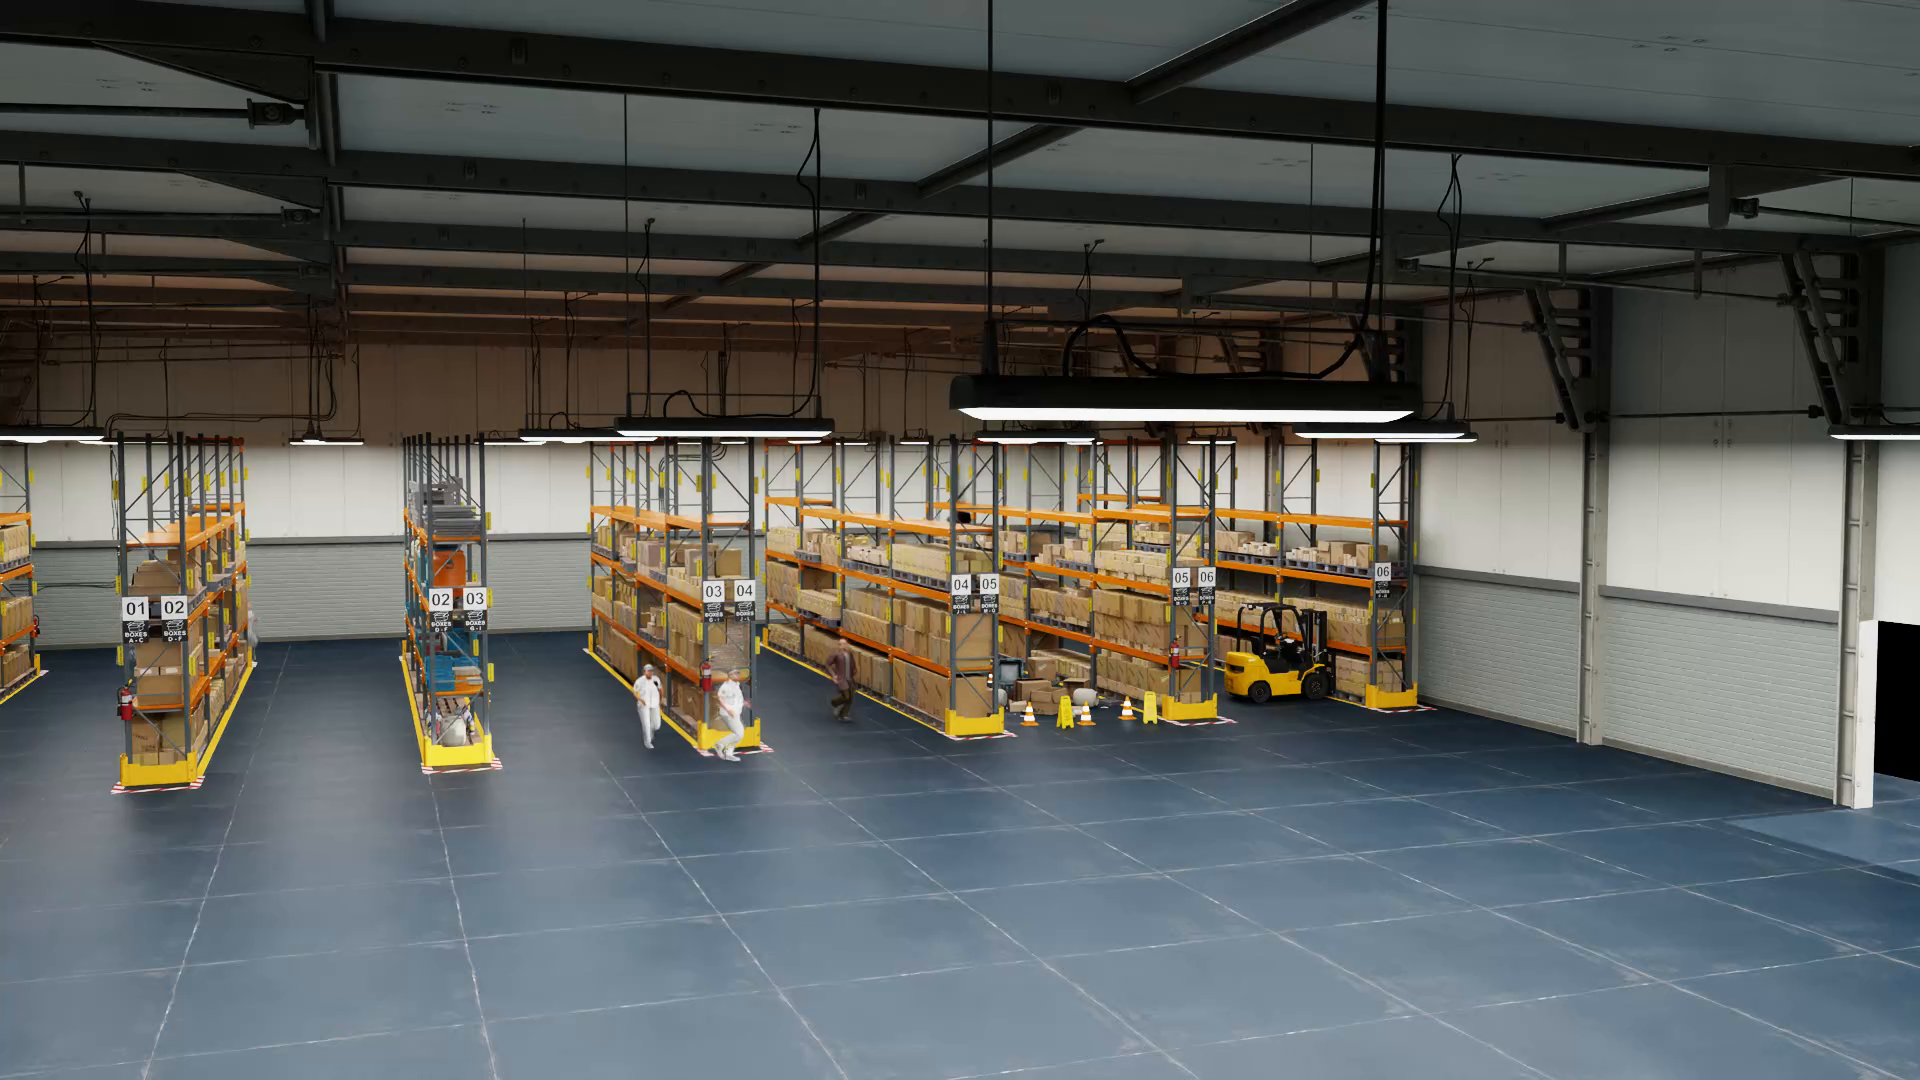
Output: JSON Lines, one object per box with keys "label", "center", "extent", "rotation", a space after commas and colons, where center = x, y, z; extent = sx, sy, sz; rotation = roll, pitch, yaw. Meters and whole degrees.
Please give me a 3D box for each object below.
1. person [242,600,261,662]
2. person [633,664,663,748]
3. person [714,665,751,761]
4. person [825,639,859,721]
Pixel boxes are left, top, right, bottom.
{"label": "person", "center": [-19.034, 2.443, 44.456], "extent": [0.678, 1.691, 0.567], "rotation": [0, 3, 0]}
{"label": "person", "center": [-5.942, 3.171, 31.765], "extent": [0.602, 1.615, 0.551], "rotation": [-1, 3, -24]}
{"label": "person", "center": [-4.154, 3.165, 30.453], "extent": [0.629, 1.754, 0.649], "rotation": [0, 3, 8]}
{"label": "person", "center": [-2.428, 2.932, 34.787], "extent": [0.721, 1.730, 0.640], "rotation": [-3, 4, -44]}
